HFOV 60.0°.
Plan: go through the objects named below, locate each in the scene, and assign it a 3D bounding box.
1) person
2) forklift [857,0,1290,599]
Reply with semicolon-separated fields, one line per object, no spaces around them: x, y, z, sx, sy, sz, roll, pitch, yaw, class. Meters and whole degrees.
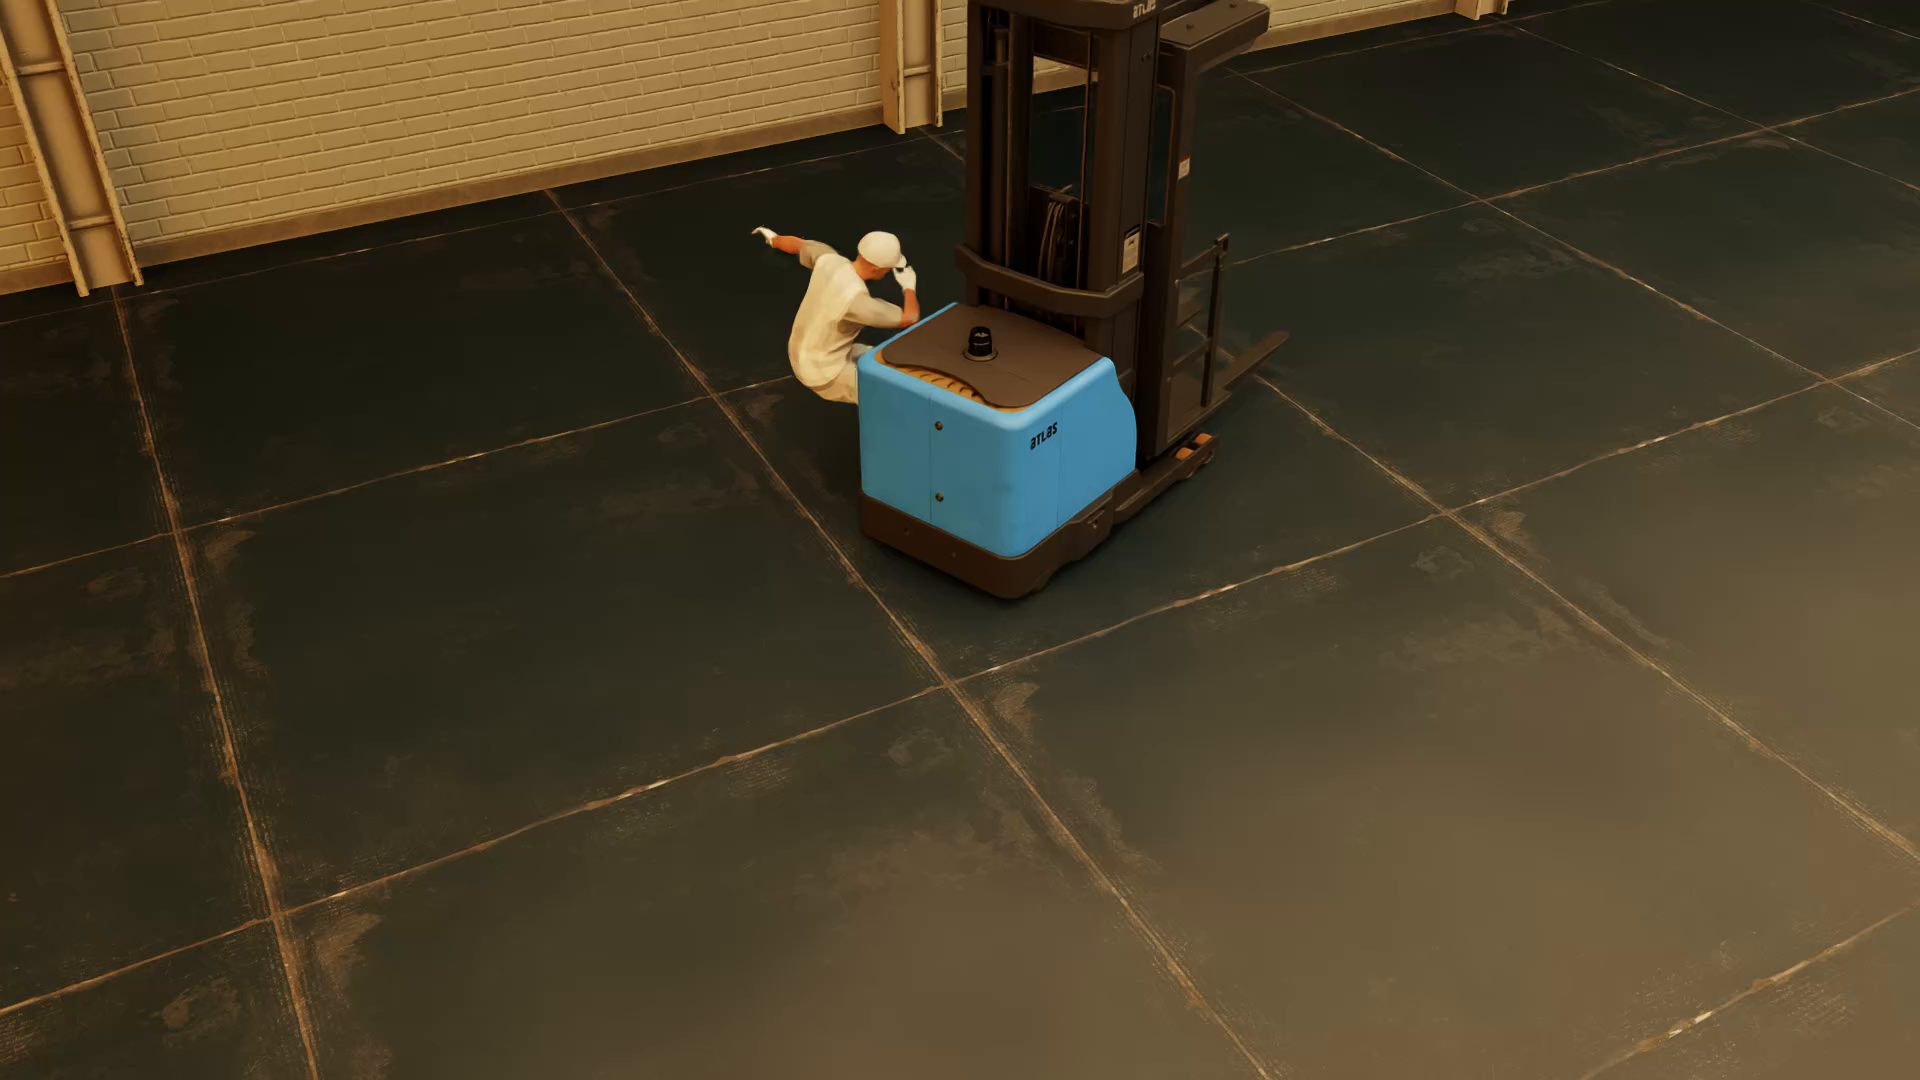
-0.549;-1.079;8.991;0.843;1.431;1.311;-11;37;-16;person
0.791;-1.698;8.525;1.130;2.935;3.031;25;42;31;forklift
